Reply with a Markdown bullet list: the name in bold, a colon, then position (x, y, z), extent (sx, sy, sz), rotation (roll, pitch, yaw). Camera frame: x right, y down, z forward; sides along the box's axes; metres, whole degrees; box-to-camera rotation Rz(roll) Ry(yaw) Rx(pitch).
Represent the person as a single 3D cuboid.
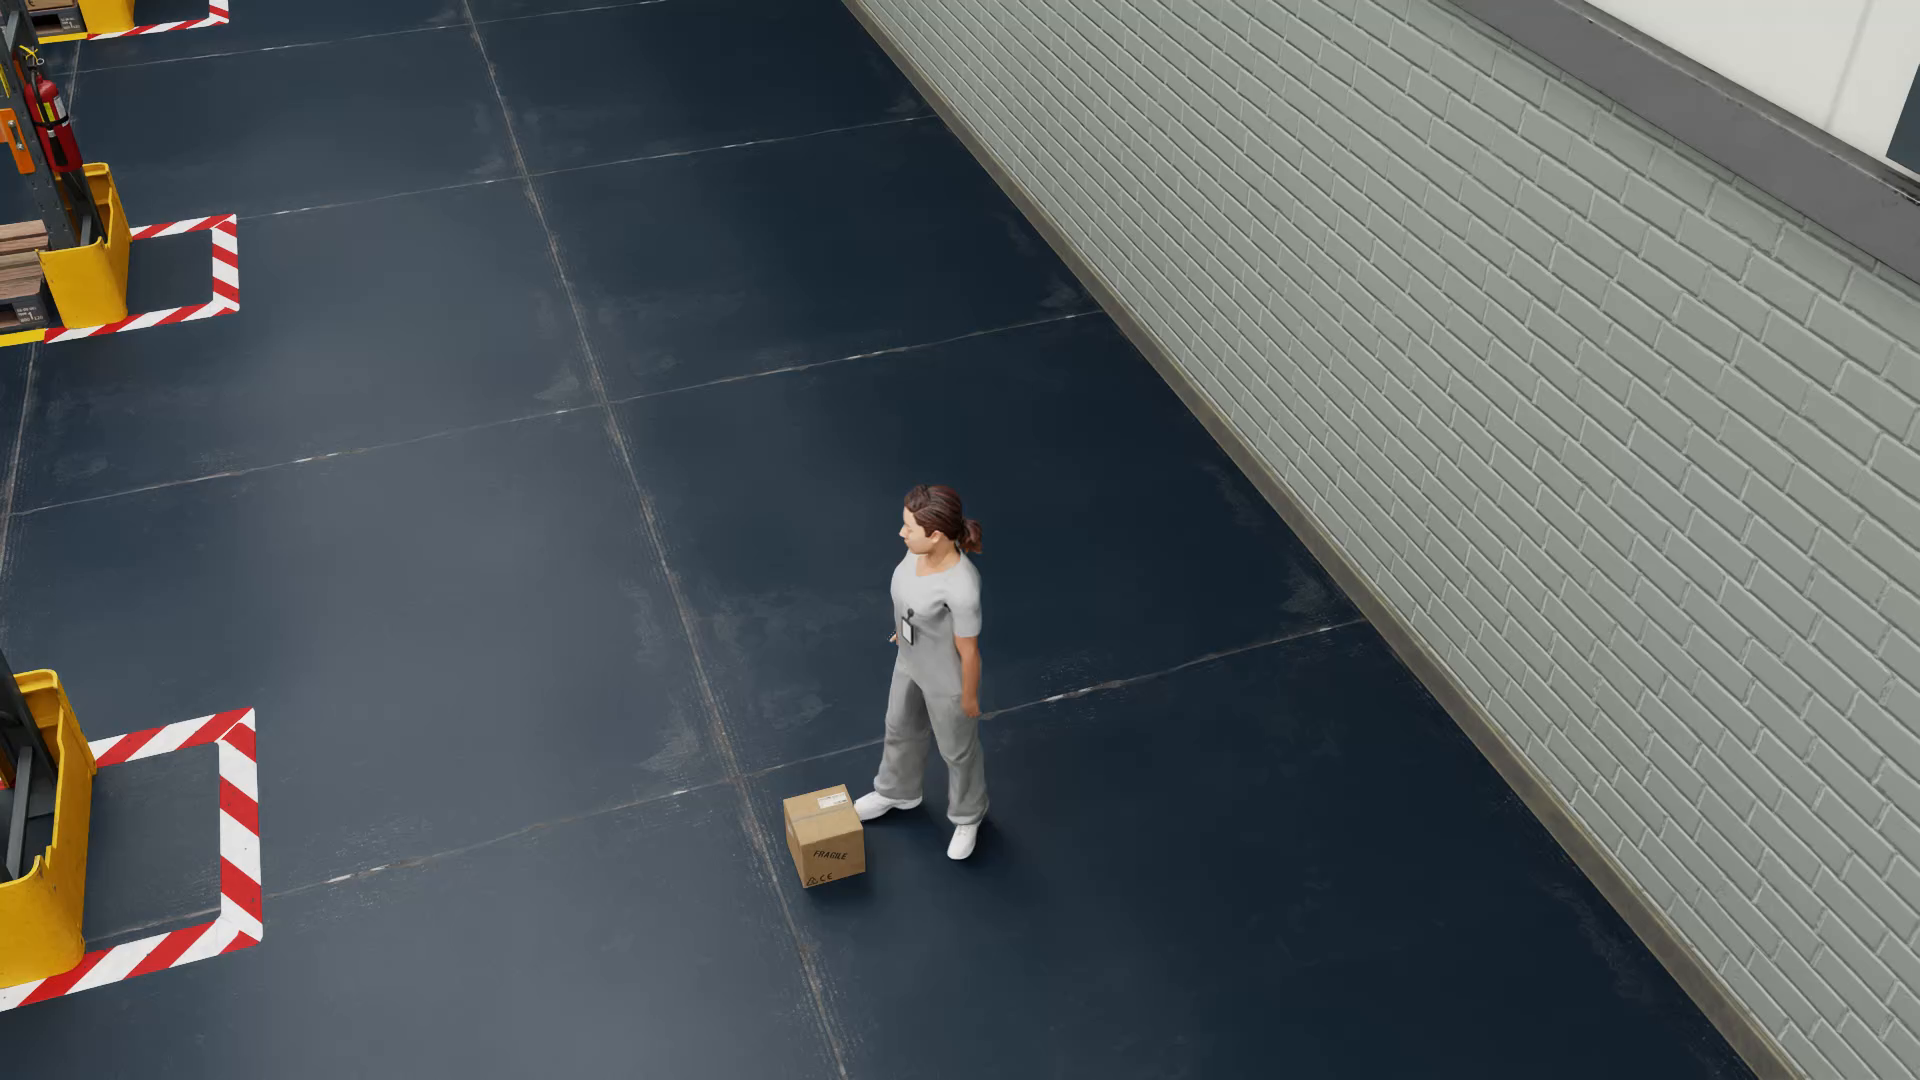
- **person**: position (-0.140, 0.478, 6.142), extent (0.501, 1.680, 0.540), rotation (-19, 42, -23)
